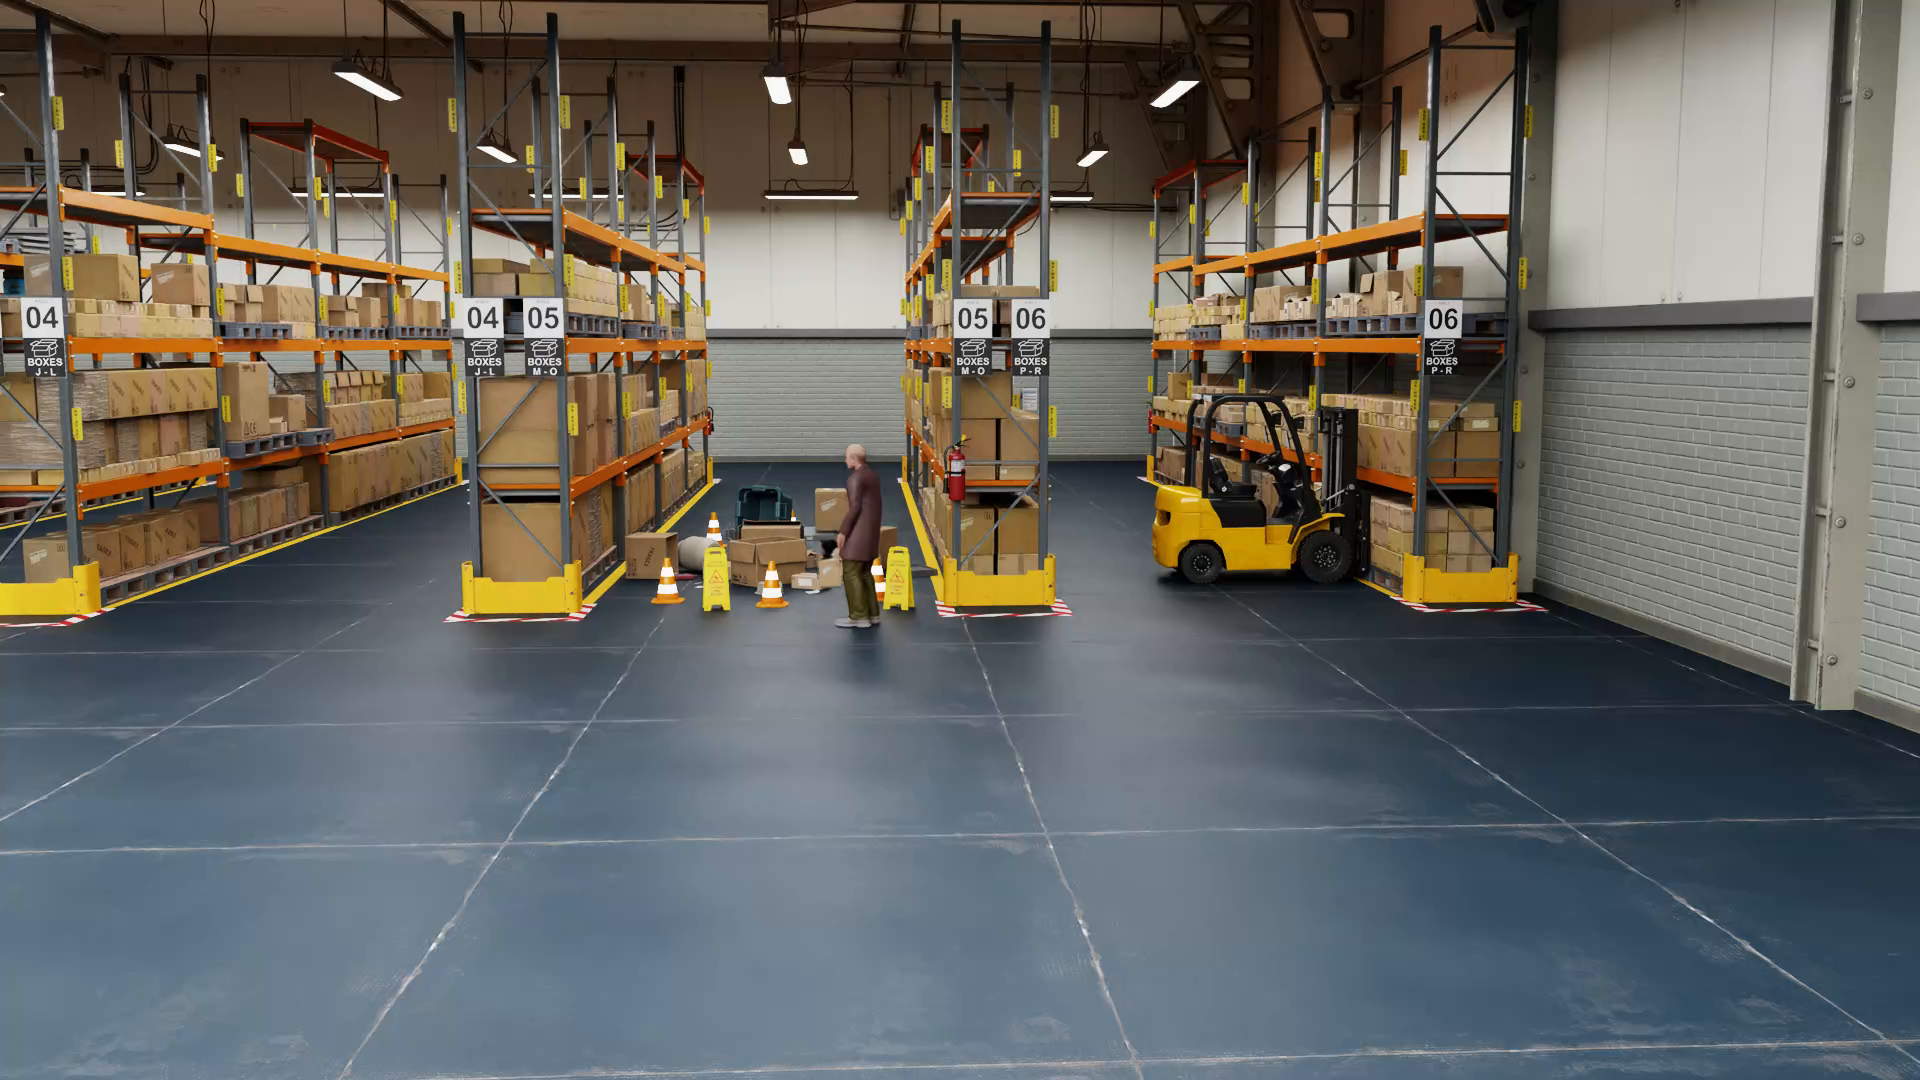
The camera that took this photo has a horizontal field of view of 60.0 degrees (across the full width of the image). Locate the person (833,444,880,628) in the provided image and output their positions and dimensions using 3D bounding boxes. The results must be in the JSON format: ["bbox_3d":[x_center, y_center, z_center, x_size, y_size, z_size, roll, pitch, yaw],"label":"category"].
[{"bbox_3d":[-0.993,-0.045,16.180,0.420,1.775,0.654,2,7,19],"label":"person"}]
